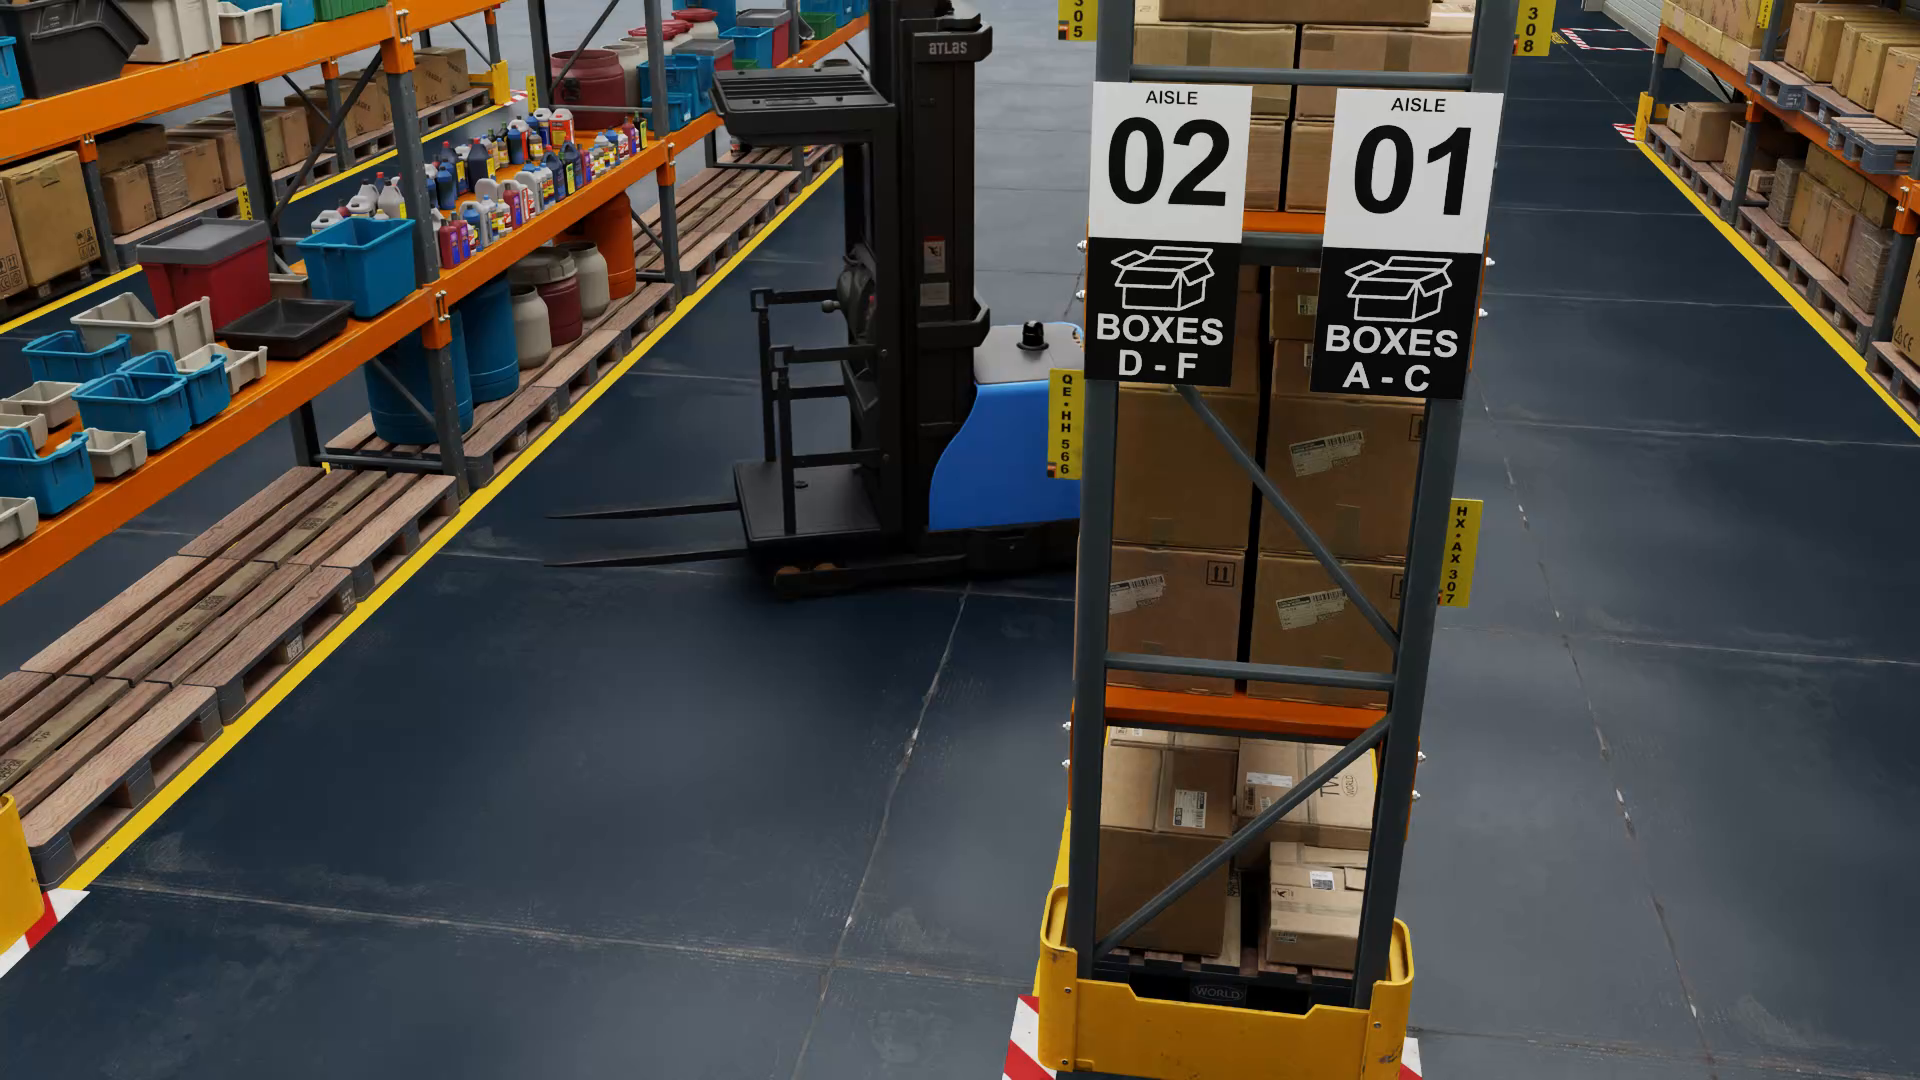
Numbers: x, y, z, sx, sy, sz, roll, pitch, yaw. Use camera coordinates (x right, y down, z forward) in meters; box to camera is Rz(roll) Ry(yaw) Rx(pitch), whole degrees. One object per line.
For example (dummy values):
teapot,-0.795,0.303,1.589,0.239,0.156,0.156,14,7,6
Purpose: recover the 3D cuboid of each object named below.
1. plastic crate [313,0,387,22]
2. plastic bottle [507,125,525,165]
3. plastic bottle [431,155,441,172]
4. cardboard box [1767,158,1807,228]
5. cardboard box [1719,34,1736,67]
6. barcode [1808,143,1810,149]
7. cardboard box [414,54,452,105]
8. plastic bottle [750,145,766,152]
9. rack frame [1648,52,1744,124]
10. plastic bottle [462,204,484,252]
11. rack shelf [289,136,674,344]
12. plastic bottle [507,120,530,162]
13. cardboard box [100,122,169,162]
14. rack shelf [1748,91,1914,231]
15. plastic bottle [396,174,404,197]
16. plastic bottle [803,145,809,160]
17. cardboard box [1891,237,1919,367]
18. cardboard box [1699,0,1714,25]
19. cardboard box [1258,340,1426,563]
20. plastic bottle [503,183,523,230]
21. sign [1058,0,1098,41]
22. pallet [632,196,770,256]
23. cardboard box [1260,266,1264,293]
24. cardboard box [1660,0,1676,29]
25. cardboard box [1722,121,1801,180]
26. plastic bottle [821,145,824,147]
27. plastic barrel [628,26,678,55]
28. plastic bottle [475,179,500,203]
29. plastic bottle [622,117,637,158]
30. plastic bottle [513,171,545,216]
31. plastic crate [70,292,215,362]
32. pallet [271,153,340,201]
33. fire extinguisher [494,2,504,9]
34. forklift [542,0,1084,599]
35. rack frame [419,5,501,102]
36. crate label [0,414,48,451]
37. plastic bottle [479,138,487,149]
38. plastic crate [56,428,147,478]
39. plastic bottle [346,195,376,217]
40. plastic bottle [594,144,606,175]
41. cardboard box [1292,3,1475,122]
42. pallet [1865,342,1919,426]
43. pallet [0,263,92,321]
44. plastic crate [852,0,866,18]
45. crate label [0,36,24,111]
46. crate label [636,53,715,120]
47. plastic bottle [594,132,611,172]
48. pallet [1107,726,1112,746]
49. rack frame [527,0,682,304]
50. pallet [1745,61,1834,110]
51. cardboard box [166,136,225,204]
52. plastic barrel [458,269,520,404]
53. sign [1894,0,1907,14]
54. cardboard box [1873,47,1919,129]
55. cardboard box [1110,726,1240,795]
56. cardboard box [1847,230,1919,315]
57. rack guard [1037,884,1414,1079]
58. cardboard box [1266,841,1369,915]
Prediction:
plastic crate,-3.161,-2.690,8.171,0.450,0.188,0.662,4,25,9
plastic bottle,-3.187,-2.838,11.926,0.097,0.271,0.097,0,25,0
plastic bottle,-3.450,-2.377,10.928,0.061,0.283,0.133,4,25,9
cardboard box,7.587,-3.044,14.644,0.700,0.500,0.500,5,26,10
cardboard box,7.559,-4.654,15.807,0.500,0.250,0.500,4,25,9
barcode,8.016,-3.707,15.683,0.001,0.075,0.075,4,25,9
cardboard box,-6.498,-5.534,19.987,0.500,0.500,0.500,11,27,22
plastic bottle,-2.119,-4.251,17.399,0.144,0.351,0.185,4,25,9
rack frame,8.345,-5.958,18.441,1.000,3.000,0.127,4,25,9
plastic bottle,-2.871,-1.838,9.789,0.097,0.271,0.097,0,25,0
rack shelf,-3.063,-2.137,11.125,1.077,0.370,4.000,4,25,9
plastic bottle,-3.202,-2.891,12.034,0.152,0.276,0.135,4,25,9
cardboard box,-7.466,-3.554,14.849,0.500,0.250,0.500,7,26,14
rack shelf,7.364,-3.123,13.233,1.077,0.370,4.000,4,25,9
plastic bottle,-3.390,-2.078,10.210,0.144,0.351,0.185,4,25,9
plastic bottle,-1.598,-4.038,17.039,0.097,0.271,0.097,0,25,0
cardboard box,6.788,-1.531,11.022,0.750,0.750,0.750,4,25,8
cardboard box,7.717,-5.422,16.564,0.500,0.500,0.500,5,26,10
cardboard box,1.175,-0.274,4.999,0.500,0.500,0.500,5,26,10
plastic bottle,-2.764,-2.068,10.268,0.061,0.283,0.133,4,25,9
sign,0.298,-1.415,4.151,0.100,0.325,0.005,4,25,9
pallet,-2.370,-2.866,15.124,1.003,0.211,1.213,4,25,9
cardboard box,1.588,-1.336,7.268,0.500,0.500,0.500,4,25,8
cardboard box,7.952,-5.717,18.080,0.500,0.250,0.500,3,25,7
cardboard box,7.821,-3.789,16.237,0.500,0.500,0.500,2,25,5
plastic bottle,-1.510,-4.359,17.630,0.144,0.351,0.185,3,25,6
plastic barrel,-2.646,-4.161,14.440,0.433,0.535,0.433,0,25,0
plastic bottle,-2.937,-2.135,10.419,0.152,0.276,0.135,4,25,9
plastic bottle,-2.419,-2.951,12.154,0.061,0.283,0.133,4,25,9
plastic bottle,-2.749,-2.221,10.604,0.152,0.276,0.135,4,25,9
plastic crate,-3.821,-0.974,7.861,0.437,0.282,0.530,4,25,9
pallet,-7.095,-3.726,16.962,1.003,0.211,1.213,4,25,9
fire extinguisher,-5.842,-6.969,20.691,0.296,0.674,0.183,4,25,9
forklift,-0.706,-1.266,8.497,3.031,2.935,1.130,-5,26,-11
rack frame,-6.315,-6.988,20.641,1.000,3.000,0.127,4,25,9
crate label,-4.006,-0.453,6.919,0.396,0.136,0.243,4,25,9
plastic bottle,-3.323,-2.649,11.523,0.097,0.271,0.097,0,25,0
plastic crate,-3.434,-0.353,6.707,0.250,0.136,0.298,4,25,9
plastic bottle,-3.585,-1.910,9.938,0.152,0.276,0.135,4,25,9
plastic bottle,-2.536,-2.663,11.636,0.097,0.201,0.097,0,25,0
cardboard box,1.183,-1.322,4.585,0.500,0.250,0.500,4,25,9
pallet,6.834,-1.025,11.191,1.003,0.211,1.213,4,25,9
pallet,-7.826,-2.055,13.391,1.003,0.211,1.213,4,25,9
plastic crate,-1.327,-6.076,18.868,0.499,0.251,0.408,4,25,9
crate label,-3.574,-1.608,5.784,0.408,0.251,0.502,4,25,9
crate label,-2.307,-3.712,13.600,0.502,0.435,0.616,4,25,9
plastic bottle,-2.520,-2.736,11.708,0.097,0.271,0.097,0,25,0
pallet,1.186,0.781,7.333,1.003,0.211,1.213,4,25,9
rack frame,-2.736,-3.299,12.760,1.000,3.000,0.127,4,25,9
pallet,7.423,-3.889,14.247,1.003,0.211,1.213,4,25,9
cardboard box,-7.369,-3.461,15.536,0.700,0.500,0.500,6,26,13
plastic barrel,-3.169,-1.388,10.658,0.600,0.901,0.708,4,25,9
sign,8.239,-4.773,14.543,0.100,0.325,0.005,4,25,9
cardboard box,7.169,-3.290,12.104,0.700,0.500,0.500,2,25,4
cardboard box,0.873,0.798,6.731,0.500,0.250,0.500,4,25,9
cardboard box,7.104,-1.984,12.381,0.700,0.500,0.500,4,25,9
rack guard,0.855,1.492,5.473,1.175,0.500,0.348,4,25,9
cardboard box,1.291,1.220,5.929,0.380,0.166,0.250,4,25,9
